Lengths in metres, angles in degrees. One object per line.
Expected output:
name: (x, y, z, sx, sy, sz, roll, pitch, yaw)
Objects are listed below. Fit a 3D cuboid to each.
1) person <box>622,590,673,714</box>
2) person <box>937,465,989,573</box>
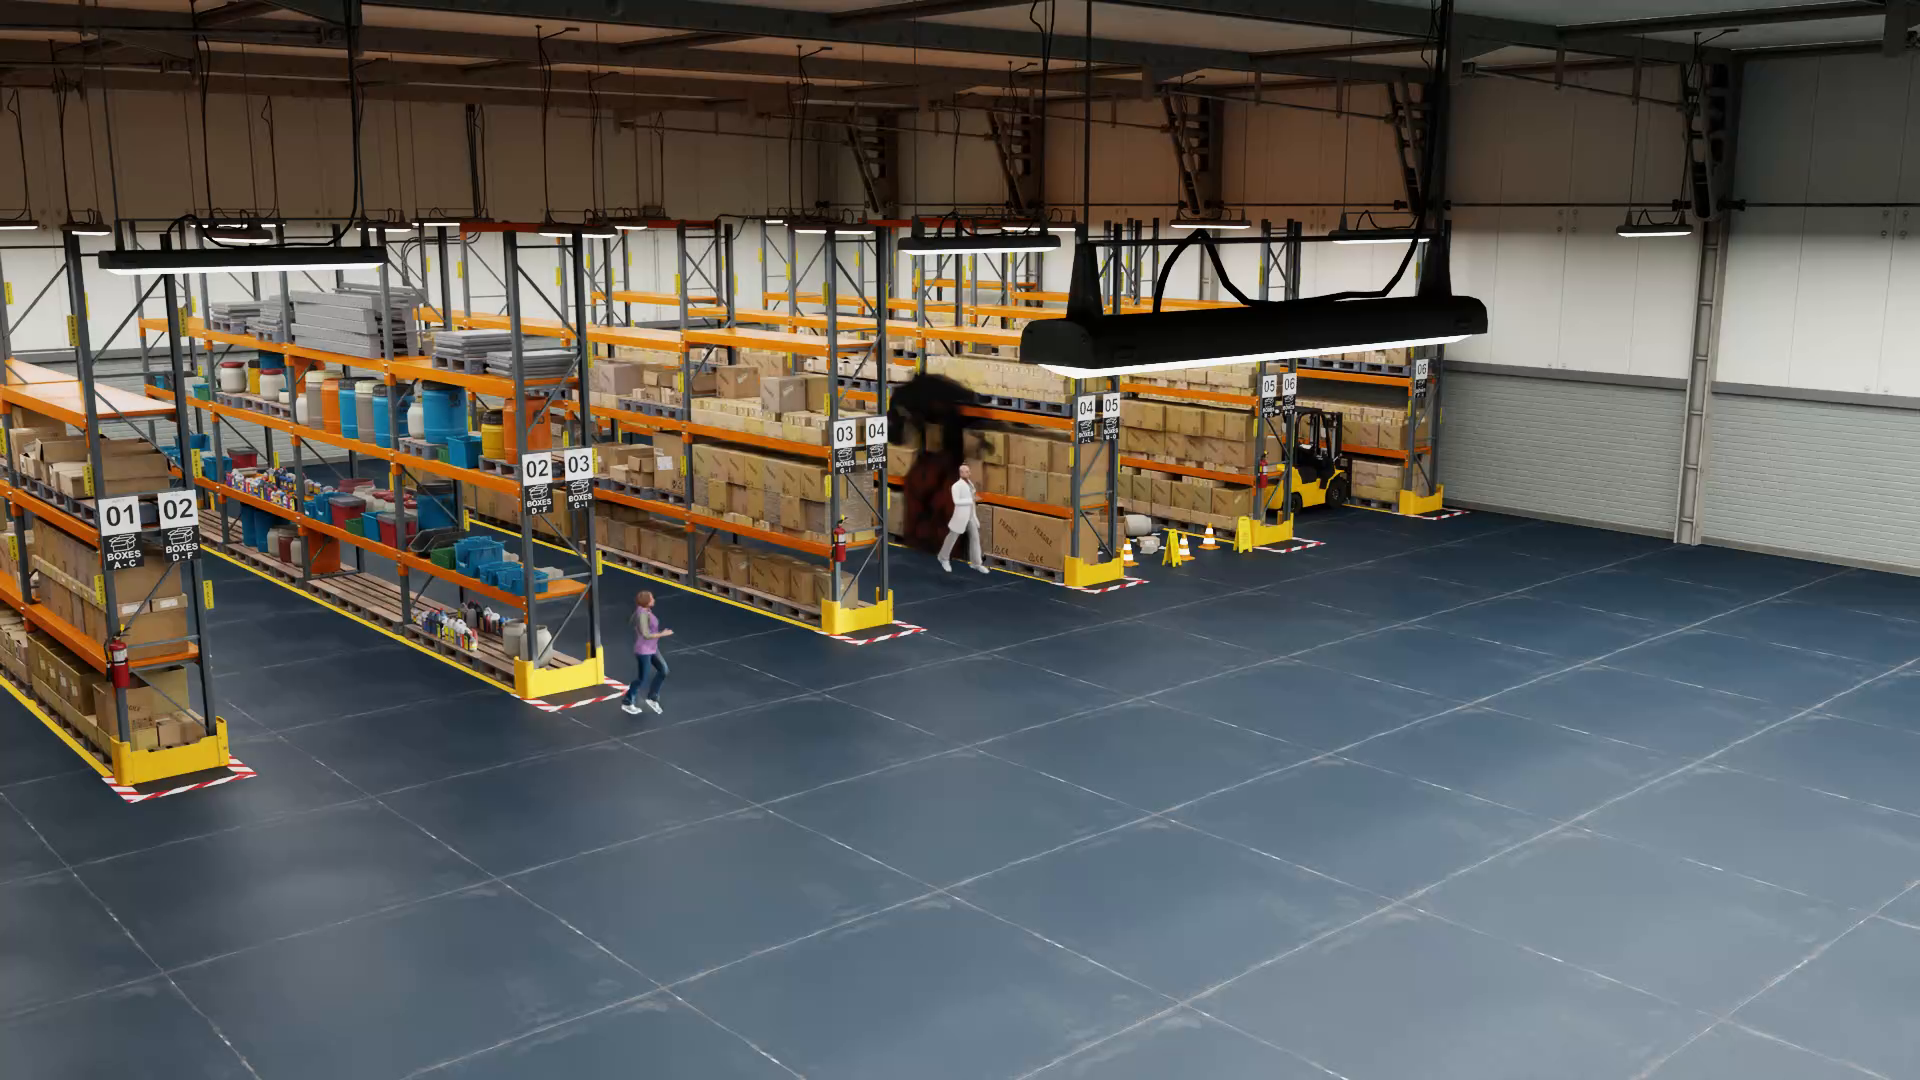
person: (-3.914, 1.421, 20.788, 0.679, 1.633, 0.566, 0, 11, -1)
person: (0.049, -0.351, 27.940, 0.980, 1.829, 0.706, 8, 14, 33)
